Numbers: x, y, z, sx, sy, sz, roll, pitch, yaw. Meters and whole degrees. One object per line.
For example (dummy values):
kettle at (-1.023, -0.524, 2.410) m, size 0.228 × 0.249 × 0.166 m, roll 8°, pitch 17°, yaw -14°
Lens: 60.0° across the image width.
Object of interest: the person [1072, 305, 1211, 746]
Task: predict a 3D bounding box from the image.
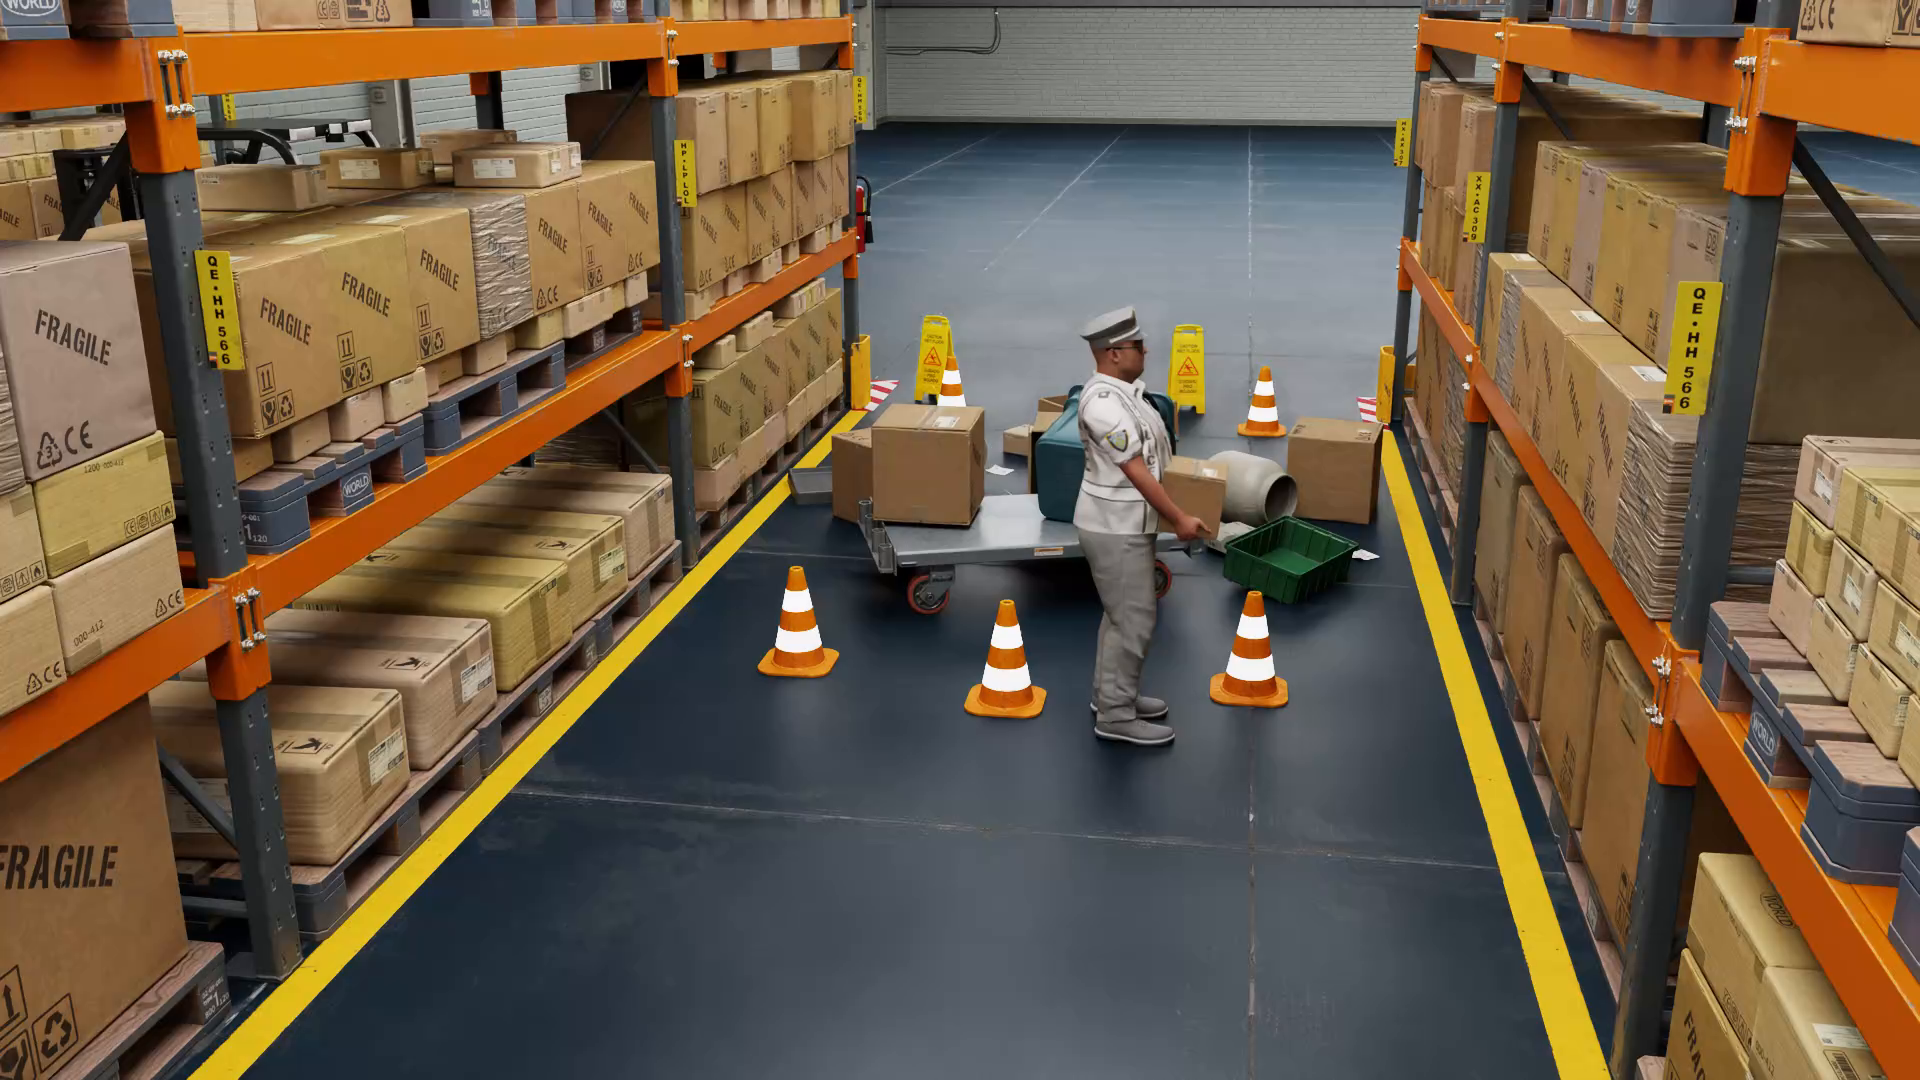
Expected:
person at (0.731, -0.066, 6.715) m, size 0.566 × 1.767 × 0.493 m, roll 3°, pitch 18°, yaw 9°
